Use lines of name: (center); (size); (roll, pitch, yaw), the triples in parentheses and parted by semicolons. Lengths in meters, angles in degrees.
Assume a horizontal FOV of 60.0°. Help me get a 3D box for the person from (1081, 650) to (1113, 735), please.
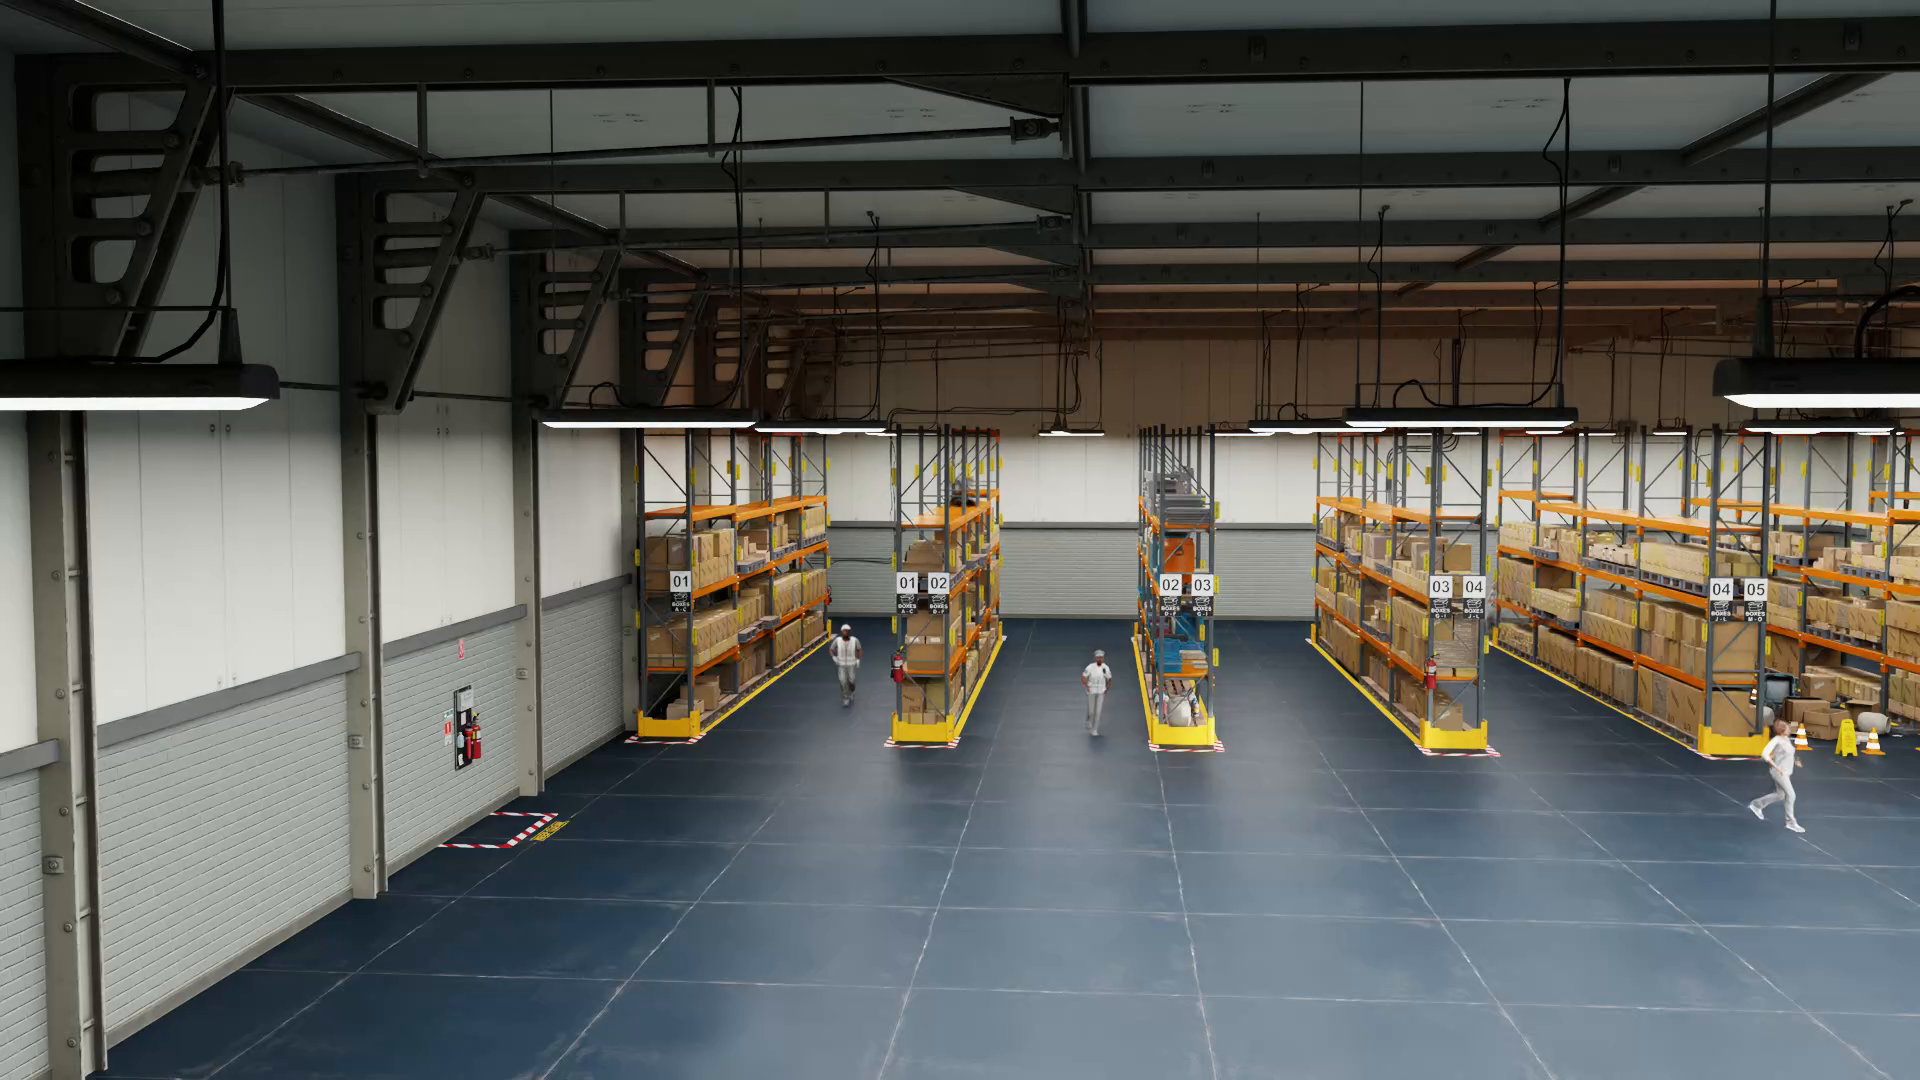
person: (2.658, 2.938, 32.224); (0.609, 1.650, 0.578); (0, 3, -3)

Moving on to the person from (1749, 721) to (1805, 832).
person: (11.990, 3.438, 24.381); (0.799, 1.596, 0.546); (3, 5, 43)

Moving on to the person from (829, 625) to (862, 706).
person: (-2.458, 2.681, 35.669); (0.700, 1.739, 0.574); (0, 3, -5)

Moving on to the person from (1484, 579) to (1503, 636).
person: (15.243, 1.991, 47.274); (0.733, 1.781, 0.730); (0, 3, -7)
